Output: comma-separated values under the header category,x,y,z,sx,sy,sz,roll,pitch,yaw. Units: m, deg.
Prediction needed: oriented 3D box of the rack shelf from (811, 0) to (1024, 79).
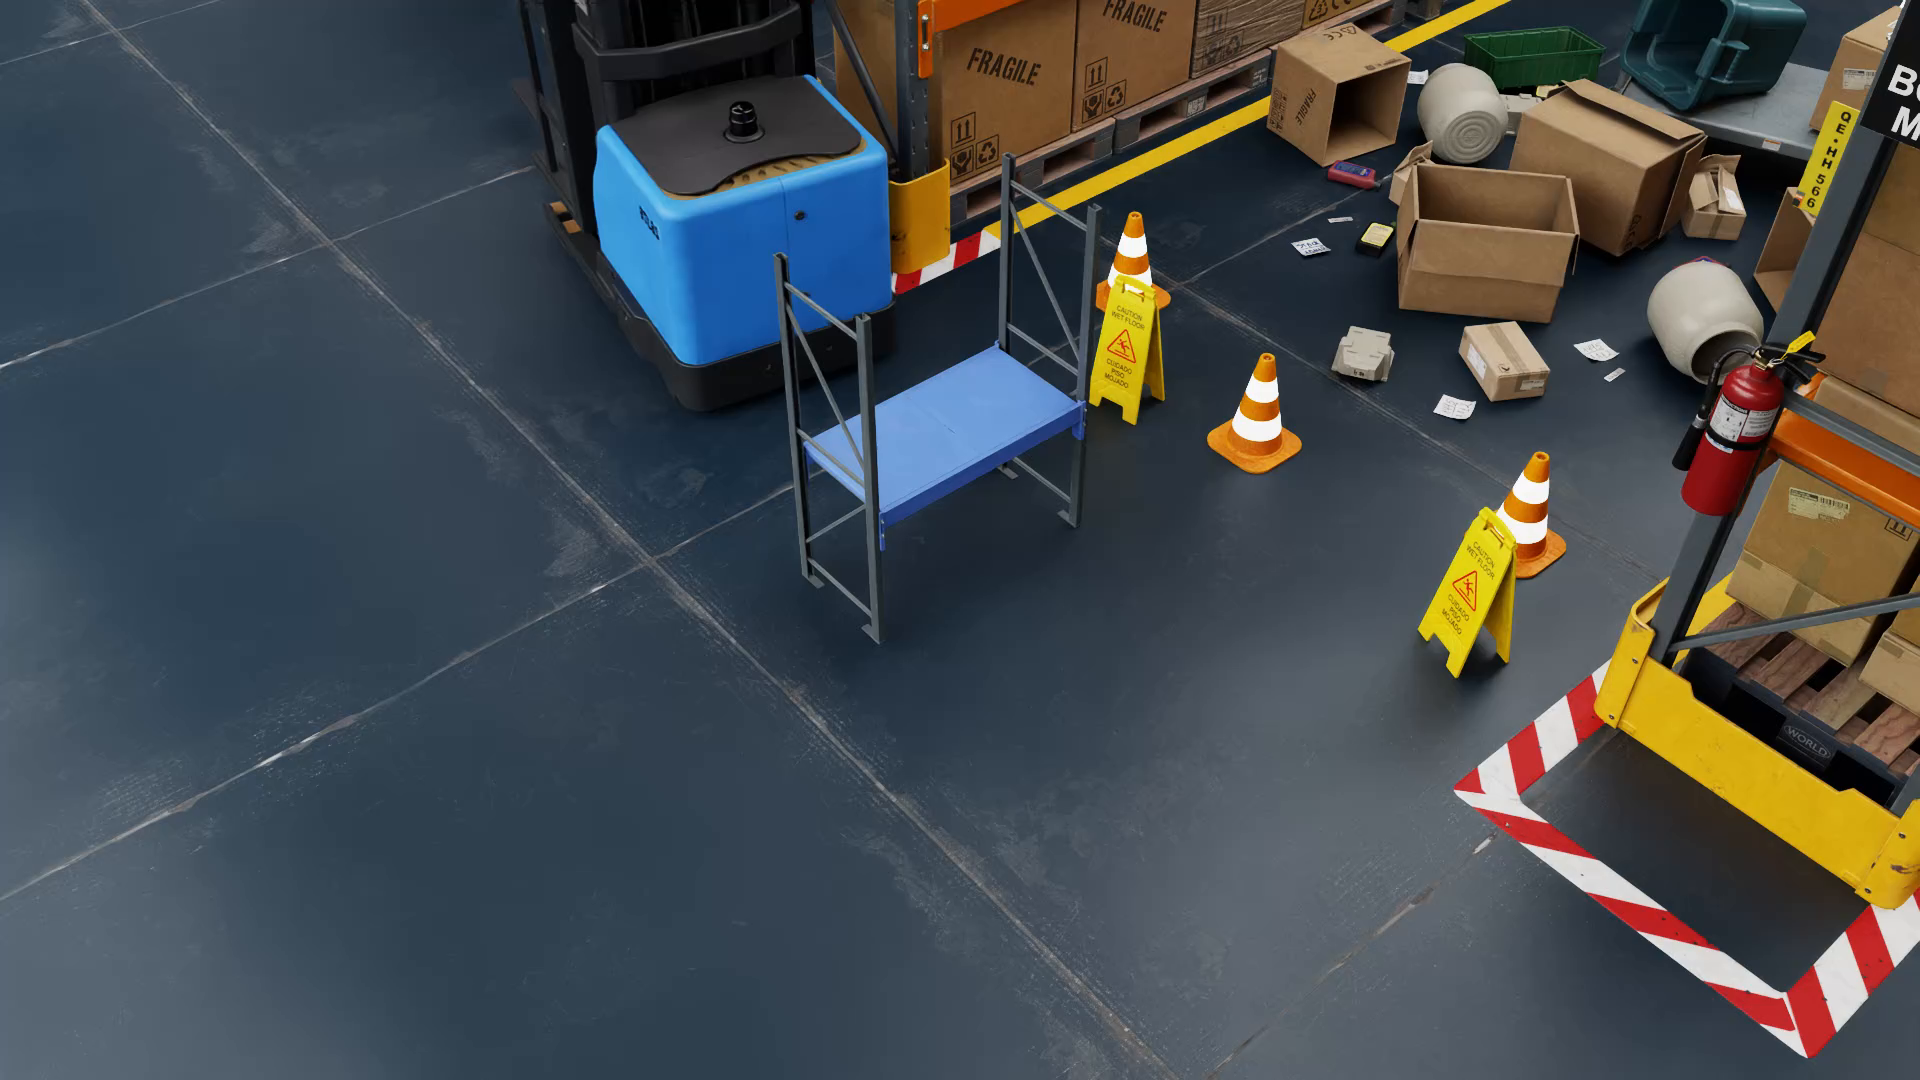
category,x,y,z,sx,sy,sz,roll,pitch,yaw
rack shelf,1.024,-3.382,8.686,4.000,0.370,1.077,-30,51,-28

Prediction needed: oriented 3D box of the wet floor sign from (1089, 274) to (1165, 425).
category,x,y,z,sx,sy,sz,roll,pitch,yaw
wet floor sign,0.738,-0.855,7.189,0.267,0.644,0.232,30,51,28

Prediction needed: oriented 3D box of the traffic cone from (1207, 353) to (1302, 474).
category,x,y,z,sx,sy,sz,roll,pitch,yaw
traffic cone,1.272,-0.586,7.036,0.334,0.463,0.336,-30,51,-28

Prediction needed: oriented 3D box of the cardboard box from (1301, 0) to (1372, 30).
category,x,y,z,sx,sy,sz,roll,pitch,yaw
cardboard box,2.031,-3.662,9.703,0.875,0.875,0.875,-29,50,-27

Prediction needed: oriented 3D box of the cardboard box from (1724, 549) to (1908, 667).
category,x,y,z,sx,sy,sz,roll,pitch,yaw
cardboard box,3.209,0.131,6.121,0.500,0.250,0.500,-30,51,-28

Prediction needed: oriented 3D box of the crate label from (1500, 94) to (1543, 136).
category,x,y,z,sx,sy,sz,roll,pitch,yaw
crate label,3.073,-2.344,9.146,0.298,0.136,0.250,7,44,7

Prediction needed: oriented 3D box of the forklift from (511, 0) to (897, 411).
category,x,y,z,sx,sy,sz,roll,pitch,yaw
forklift,-1.438,-2.631,7.410,1.130,2.935,3.031,-21,47,-21

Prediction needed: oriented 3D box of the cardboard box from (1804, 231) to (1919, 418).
category,x,y,z,sx,sy,sz,roll,pitch,yaw
cardboard box,2.983,-0.739,5.055,0.500,0.500,0.500,-31,51,-29

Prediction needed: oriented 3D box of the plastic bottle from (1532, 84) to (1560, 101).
category,x,y,z,sx,sy,sz,roll,pitch,yaw
plastic bottle,3.314,-2.538,9.408,0.133,0.061,0.283,14,45,15

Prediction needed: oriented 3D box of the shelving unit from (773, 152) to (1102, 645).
category,x,y,z,sx,sy,sz,roll,pitch,yaw
shelving unit,-0.065,-0.509,6.197,1.048,1.500,0.538,-30,51,-28

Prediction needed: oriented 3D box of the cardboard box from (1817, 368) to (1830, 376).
category,x,y,z,sx,sy,sz,roll,pitch,yaw
cardboard box,3.016,-0.566,5.345,0.250,0.149,0.380,-30,51,-28

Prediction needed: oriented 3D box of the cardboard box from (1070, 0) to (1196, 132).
category,x,y,z,sx,sy,sz,roll,pitch,yaw
cardboard box,0.641,-2.865,8.854,0.875,0.875,0.875,-31,51,-28

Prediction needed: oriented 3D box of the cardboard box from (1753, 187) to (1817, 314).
category,x,y,z,sx,sy,sz,roll,pitch,yaw
cardboard box,4.116,-1.302,7.769,0.500,0.500,0.500,0,43,0

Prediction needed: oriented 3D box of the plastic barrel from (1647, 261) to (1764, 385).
category,x,y,z,sx,sy,sz,roll,pitch,yaw
plastic barrel,3.356,-0.974,7.478,0.421,0.421,0.512,0,43,0

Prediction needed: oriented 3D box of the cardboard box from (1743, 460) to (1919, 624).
category,x,y,z,sx,sy,sz,roll,pitch,yaw
cardboard box,3.190,-0.124,5.845,0.500,0.500,0.500,-29,51,-28

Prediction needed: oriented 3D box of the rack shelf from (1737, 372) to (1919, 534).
category,x,y,z,sx,sy,sz,roll,pitch,yaw
rack shelf,4.277,-0.827,5.965,4.000,0.370,1.077,-30,51,-28

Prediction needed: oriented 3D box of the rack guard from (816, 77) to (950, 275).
category,x,y,z,sx,sy,sz,roll,pitch,yaw
rack guard,-0.529,-1.844,8.348,0.348,0.500,1.175,-30,51,-28

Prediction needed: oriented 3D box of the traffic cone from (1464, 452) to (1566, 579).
category,x,y,z,sx,sy,sz,roll,pitch,yaw
traffic cone,2.245,-0.153,6.574,0.334,0.463,0.336,-30,51,-28

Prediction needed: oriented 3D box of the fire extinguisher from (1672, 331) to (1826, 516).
category,x,y,z,sx,sy,sz,roll,pitch,yaw
fire extinguisher,2.360,-0.375,5.014,0.183,0.674,0.296,-30,51,-28

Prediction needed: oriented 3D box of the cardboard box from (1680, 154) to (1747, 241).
category,x,y,z,sx,sy,sz,roll,pitch,yaw
cardboard box,3.809,-1.741,8.409,0.258,0.266,0.396,7,44,7

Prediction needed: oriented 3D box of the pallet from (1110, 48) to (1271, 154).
category,x,y,z,sx,sy,sz,roll,pitch,yaw
pallet,0.988,-2.675,9.444,1.213,0.211,1.003,-30,51,-28

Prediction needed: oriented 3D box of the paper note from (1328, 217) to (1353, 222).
category,x,y,z,sx,sy,sz,roll,pitch,yaw
paper note,1.941,-1.634,8.483,0.123,0.001,0.032,-7,44,-7

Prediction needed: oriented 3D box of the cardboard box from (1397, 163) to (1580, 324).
category,x,y,z,sx,sy,sz,roll,pitch,yaw
cardboard box,2.466,-1.402,7.875,0.797,0.503,0.637,7,44,7

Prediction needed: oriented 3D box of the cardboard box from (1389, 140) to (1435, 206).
category,x,y,z,sx,sy,sz,roll,pitch,yaw
cardboard box,2.421,-1.804,8.477,0.258,0.266,0.396,-21,47,-21

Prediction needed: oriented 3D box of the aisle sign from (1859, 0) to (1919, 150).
category,x,y,z,sx,sy,sz,roll,pitch,yaw
aisle sign,2.510,-1.284,4.027,0.004,0.787,0.394,-30,51,-28

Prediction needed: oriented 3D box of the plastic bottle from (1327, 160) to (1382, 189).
category,x,y,z,sx,sy,sz,roll,pitch,yaw
plastic bottle,2.090,-1.914,8.743,0.283,0.061,0.133,22,47,21

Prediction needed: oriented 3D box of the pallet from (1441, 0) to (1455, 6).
category,x,y,z,sx,sy,sz,roll,pitch,yaw
pallet,3.101,-3.885,10.732,1.213,0.211,1.003,-30,51,-28

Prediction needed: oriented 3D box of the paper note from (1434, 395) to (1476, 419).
category,x,y,z,sx,sy,sz,roll,pitch,yaw
paper note,2.191,-0.589,7.355,0.148,0.019,0.142,22,47,21

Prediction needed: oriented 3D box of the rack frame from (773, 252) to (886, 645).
category,x,y,z,sx,sy,sz,roll,pitch,yaw
rack frame,-0.455,-0.286,5.959,0.032,1.500,0.500,-30,51,-28

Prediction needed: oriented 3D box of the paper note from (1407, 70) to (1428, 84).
category,x,y,z,sx,sy,sz,roll,pitch,yaw
paper note,2.623,-2.670,9.570,0.147,0.020,0.142,7,44,7

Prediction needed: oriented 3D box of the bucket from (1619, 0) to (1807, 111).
category,x,y,z,sx,sy,sz,roll,pitch,yaw
bucket,3.933,-2.613,8.622,0.620,0.611,0.726,-6,43,-21

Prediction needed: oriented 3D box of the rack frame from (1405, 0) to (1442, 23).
category,x,y,z,sx,sy,sz,roll,pitch,yaw
rack frame,2.558,-4.523,9.375,0.127,3.000,1.000,-30,51,-28

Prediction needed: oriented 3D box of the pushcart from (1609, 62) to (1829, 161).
category,x,y,z,sx,sy,sz,roll,pitch,yaw
pushcart,4.310,-2.187,8.803,1.648,0.377,0.936,22,47,21
